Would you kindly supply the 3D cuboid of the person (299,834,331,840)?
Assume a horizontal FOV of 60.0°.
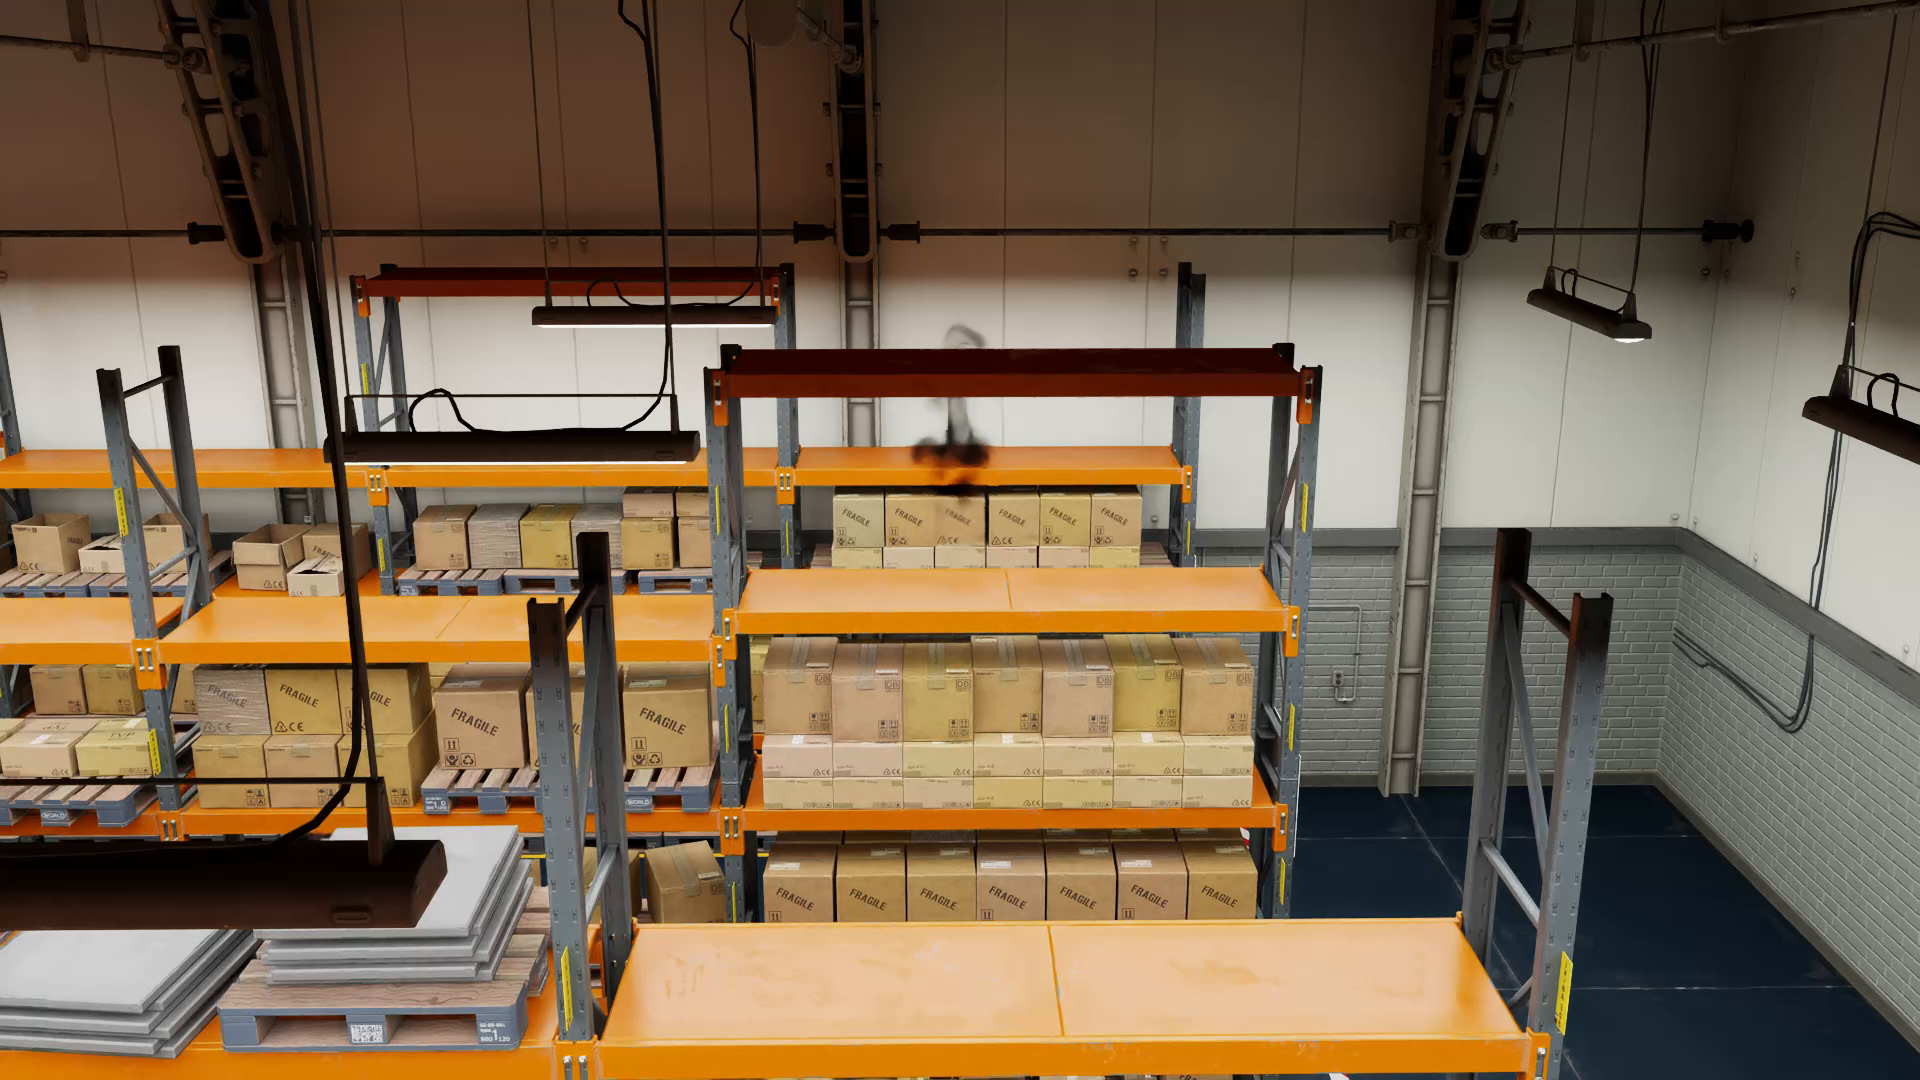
[{"bbox_3d":[-5.677,3.039,14.930,0.876,1.823,0.694,-2,16,-7],"label":"person"}]
